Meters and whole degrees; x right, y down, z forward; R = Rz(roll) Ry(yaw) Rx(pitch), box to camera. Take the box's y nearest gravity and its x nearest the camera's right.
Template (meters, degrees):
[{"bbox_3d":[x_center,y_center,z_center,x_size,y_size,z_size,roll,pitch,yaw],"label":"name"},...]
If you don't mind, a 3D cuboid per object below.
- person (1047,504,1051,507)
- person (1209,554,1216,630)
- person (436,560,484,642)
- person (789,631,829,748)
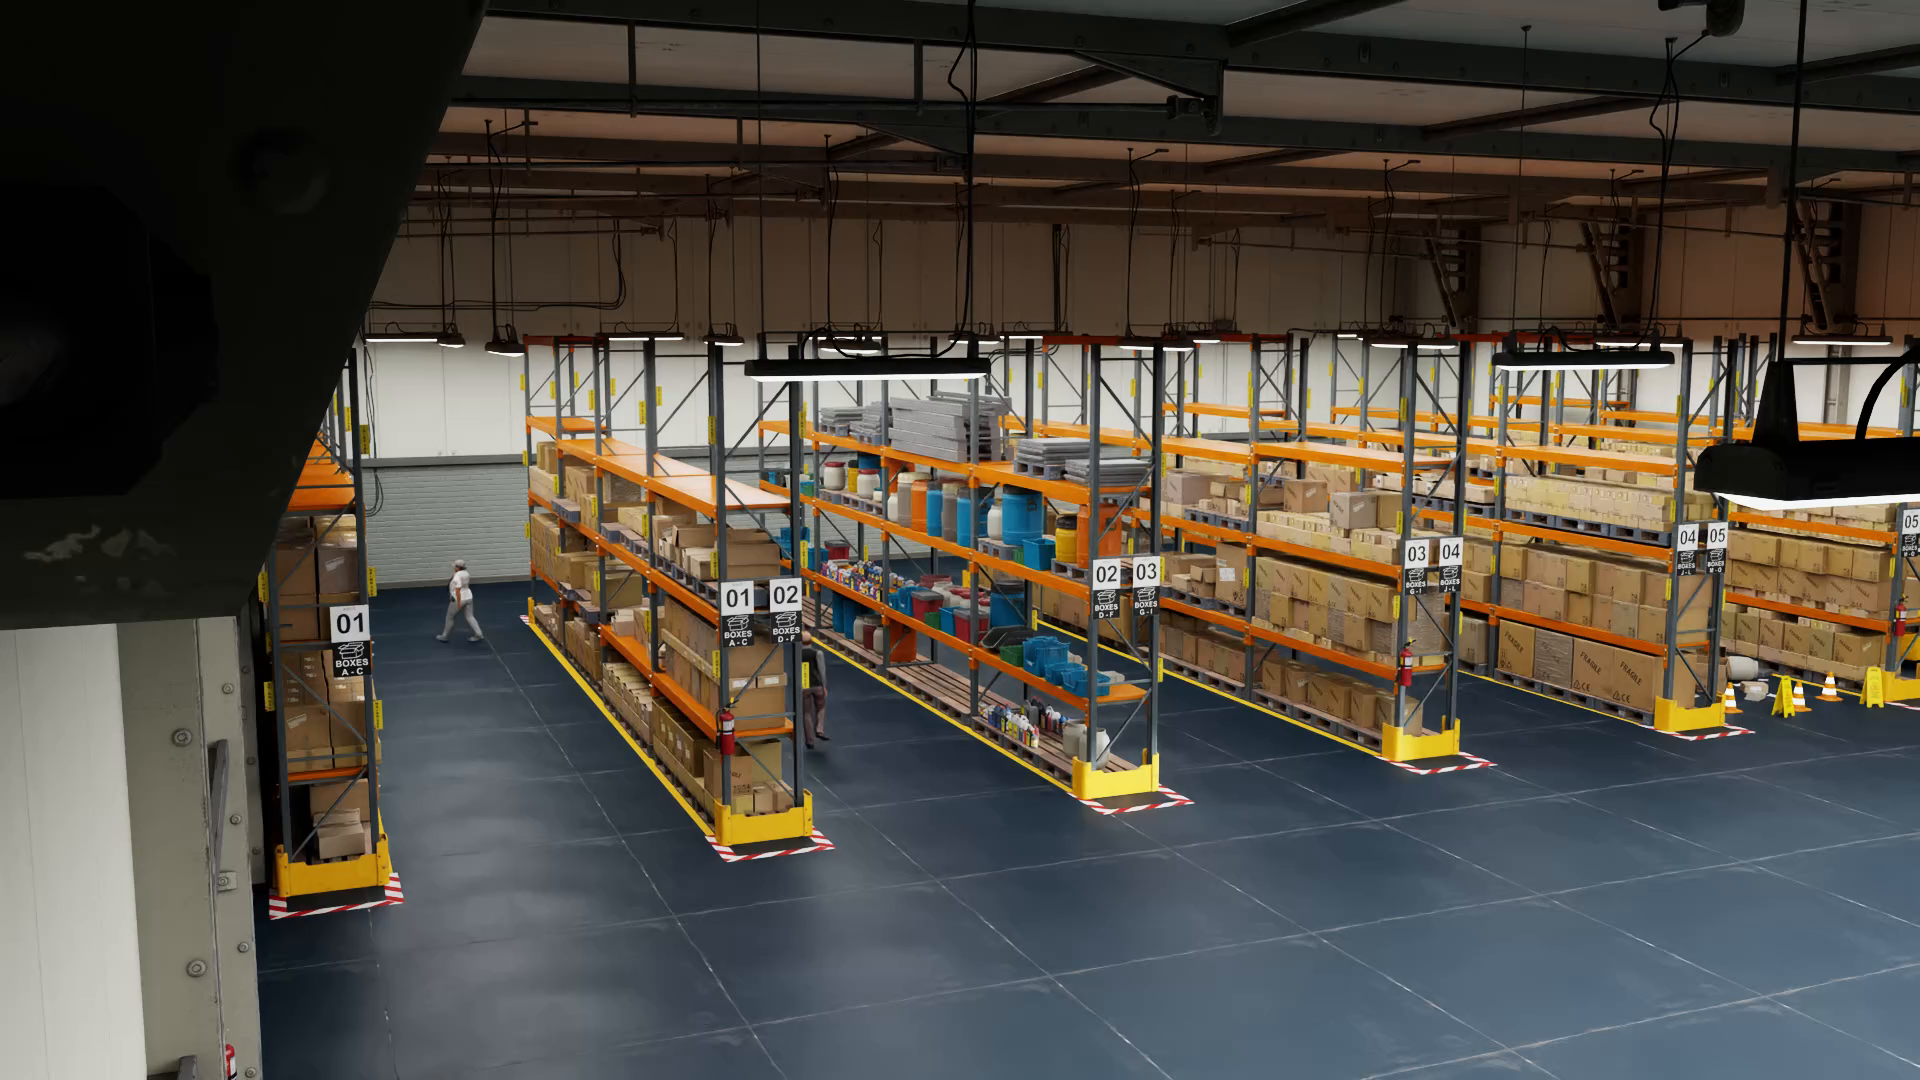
[{"bbox_3d":[2.257,-0.105,42.246,0.504,1.603,1.060,-3,8,-19],"label":"person"},{"bbox_3d":[5.072,1.060,33.463,0.470,1.636,0.852,-4,8,-25],"label":"person"},{"bbox_3d":[-9.838,1.186,32.678,0.938,1.613,0.485,3,8,21],"label":"person"},{"bbox_3d":[-2.237,2.203,24.648,0.570,1.709,0.464,-1,8,-9],"label":"person"}]
